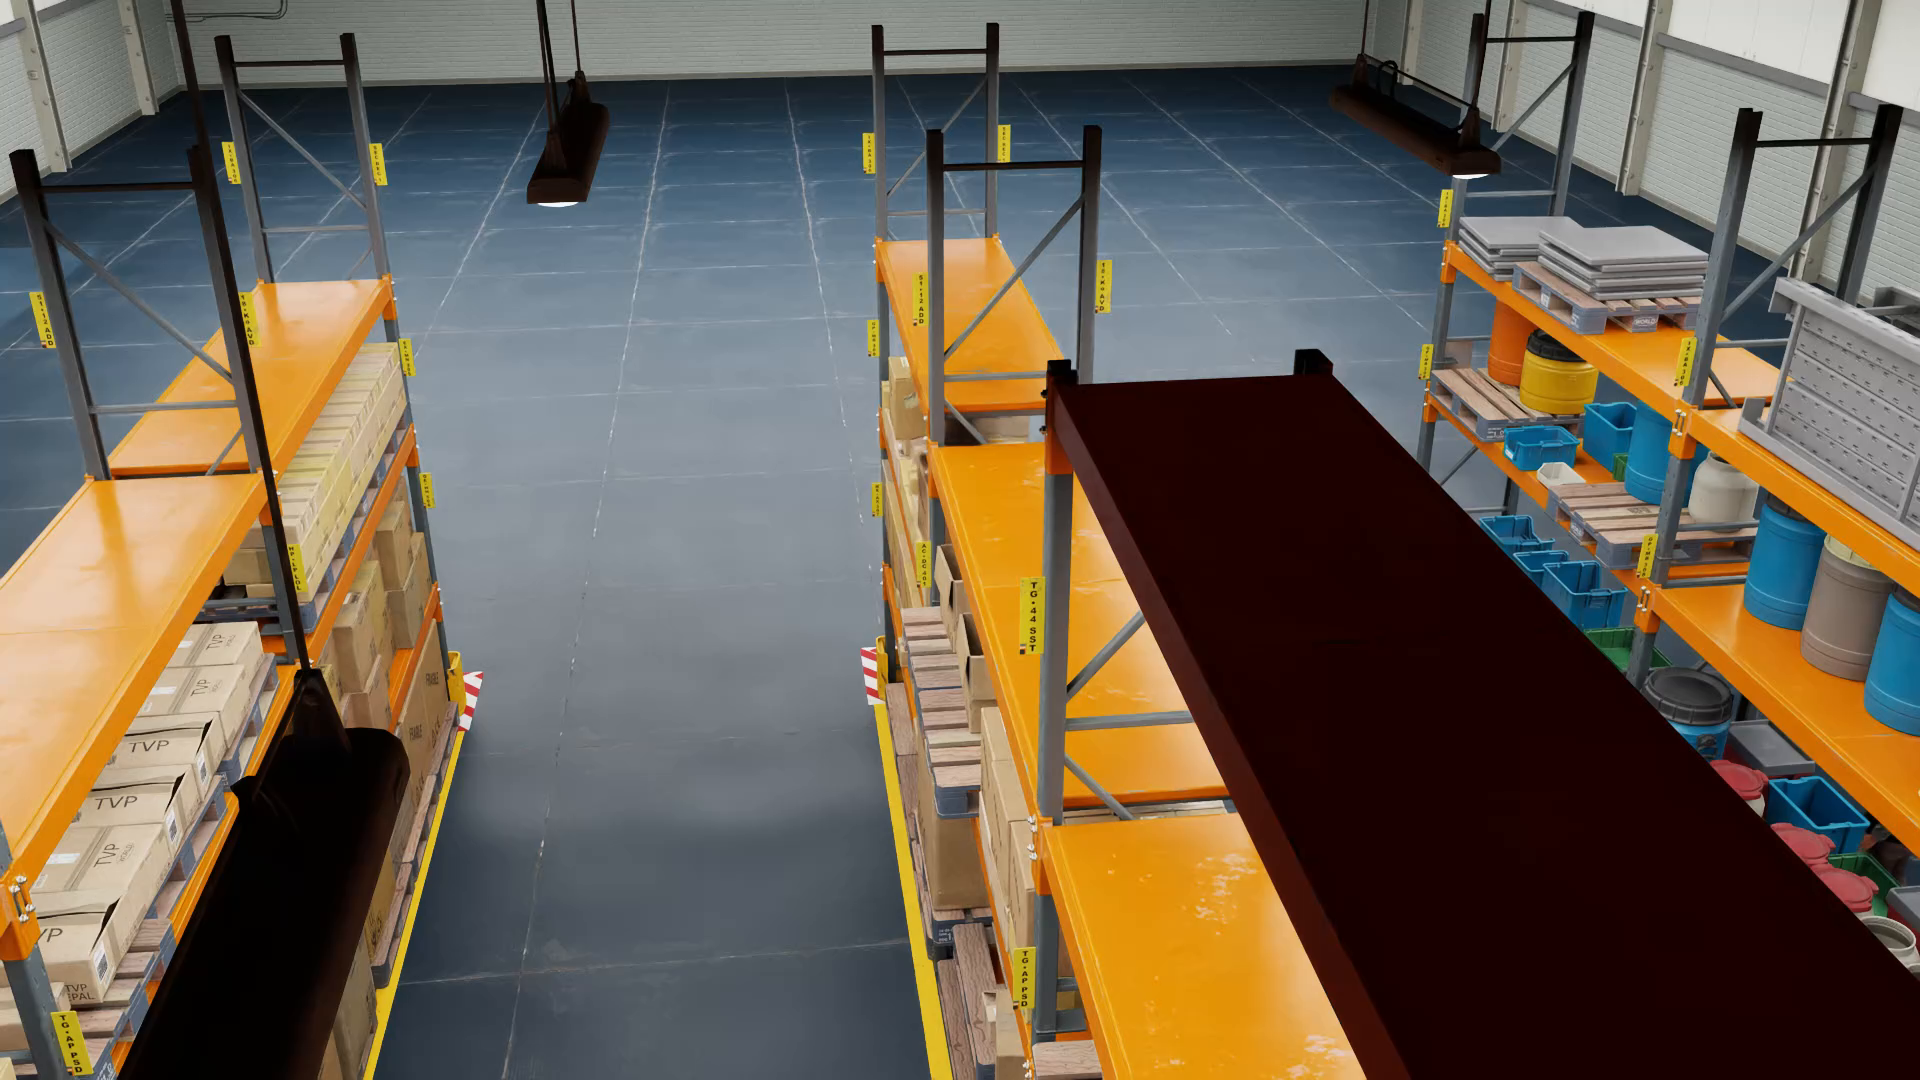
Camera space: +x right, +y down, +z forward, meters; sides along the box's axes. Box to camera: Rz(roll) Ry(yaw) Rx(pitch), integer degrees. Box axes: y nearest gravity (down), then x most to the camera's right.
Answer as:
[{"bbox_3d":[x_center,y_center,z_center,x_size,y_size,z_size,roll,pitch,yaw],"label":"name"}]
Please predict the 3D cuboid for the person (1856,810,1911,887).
[{"bbox_3d":[6.736,2.137,12.026,0.568,1.739,0.402,-19,32,-35],"label":"person"}]
